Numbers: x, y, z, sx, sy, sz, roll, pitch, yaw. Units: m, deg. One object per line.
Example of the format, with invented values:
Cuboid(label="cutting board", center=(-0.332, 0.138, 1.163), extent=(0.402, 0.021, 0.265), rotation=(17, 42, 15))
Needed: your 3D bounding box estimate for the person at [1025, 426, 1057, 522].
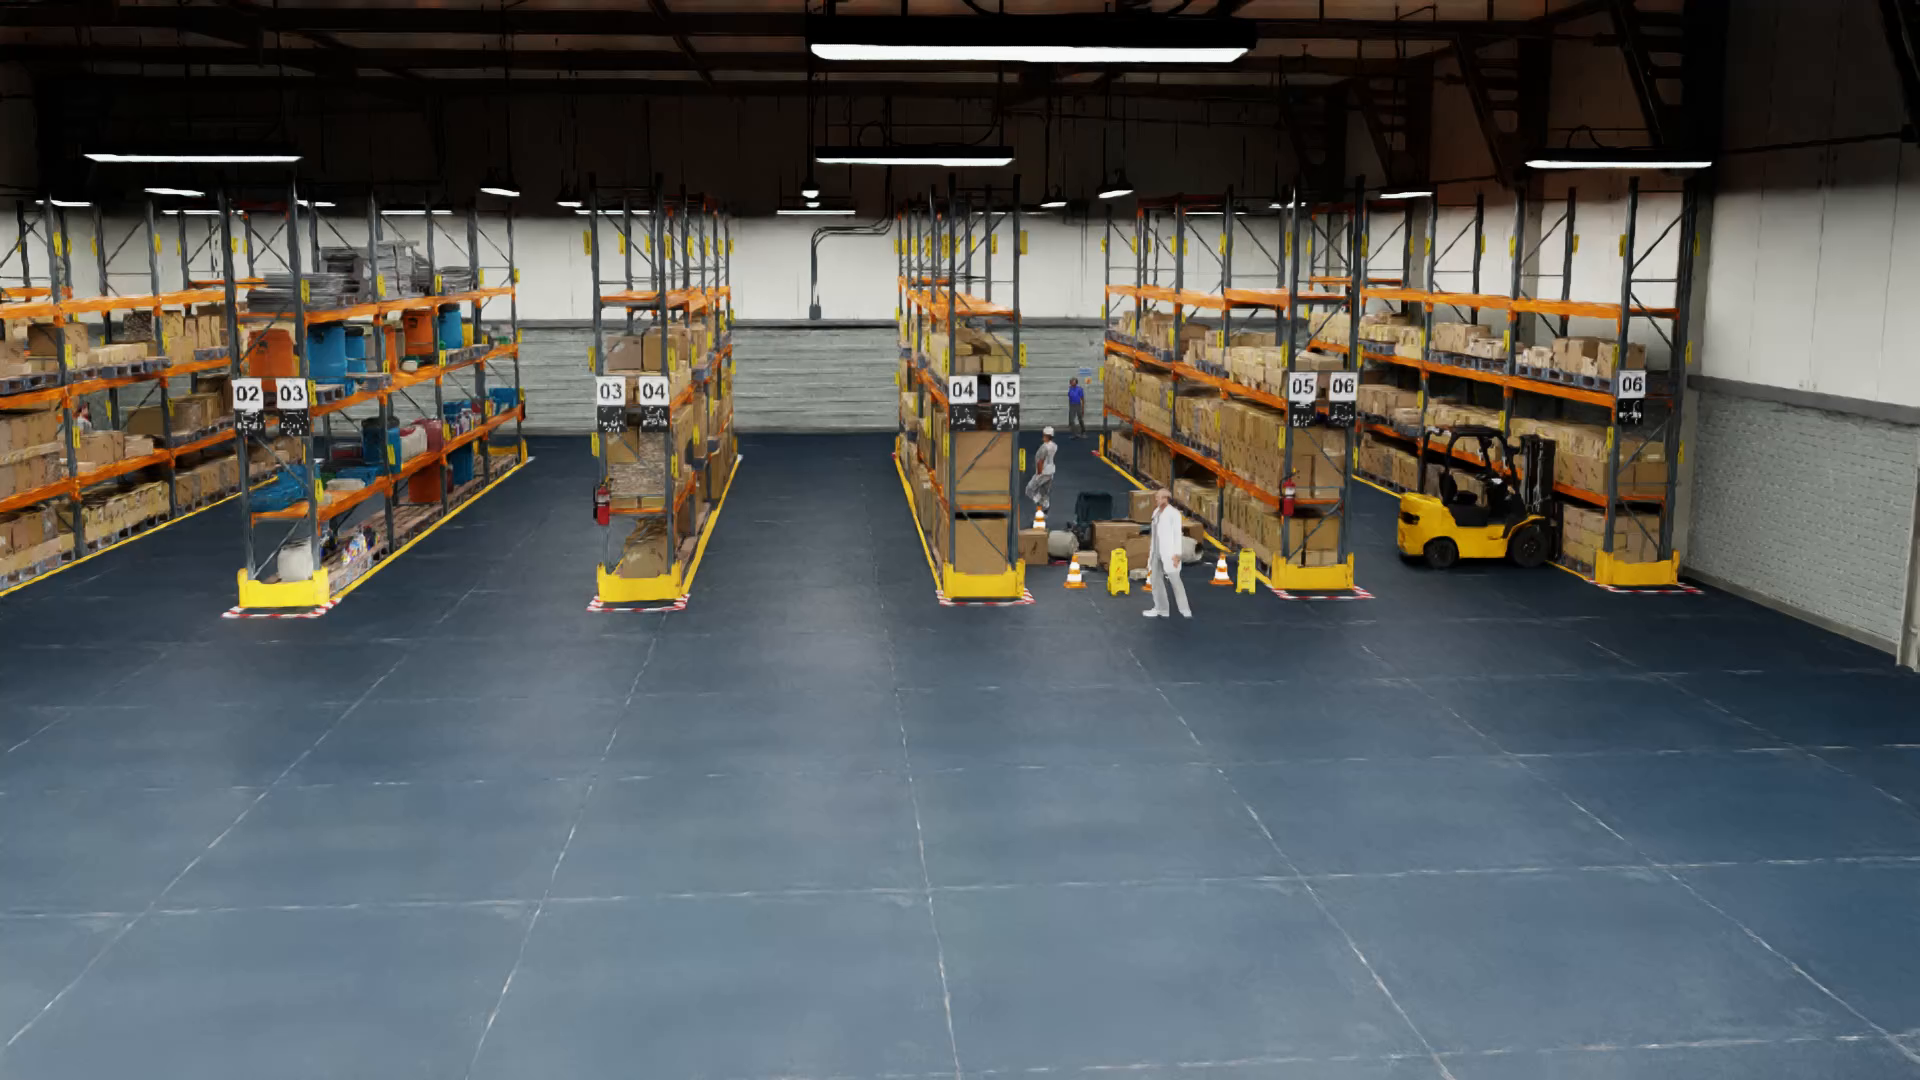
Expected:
Cuboid(label="person", center=(1.473, -1.179, 30.147), extent=(0.490, 1.775, 0.608), rotation=(5, 11, 26))

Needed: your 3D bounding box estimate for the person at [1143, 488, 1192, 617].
Cuboid(label="person", center=(2.849, 0.170, 22.692), extent=(0.587, 1.773, 0.691), rotation=(-6, 12, -32))

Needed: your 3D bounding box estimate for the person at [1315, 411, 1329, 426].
Cuboid(label="person", center=(9.152, -3.134, 41.780), extent=(0.550, 1.641, 0.504), rotation=(-8, 13, -39))

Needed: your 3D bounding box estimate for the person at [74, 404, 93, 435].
Cuboid(label="person", center=(-18.680, -2.077, 35.541), extent=(0.390, 1.673, 0.557), rotation=(-3, 10, -16))

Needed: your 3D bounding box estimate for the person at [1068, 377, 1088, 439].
Cuboid(label="person", center=(3.097, -3.476, 43.739), extent=(0.502, 1.626, 0.537), rotation=(6, 12, 32))
